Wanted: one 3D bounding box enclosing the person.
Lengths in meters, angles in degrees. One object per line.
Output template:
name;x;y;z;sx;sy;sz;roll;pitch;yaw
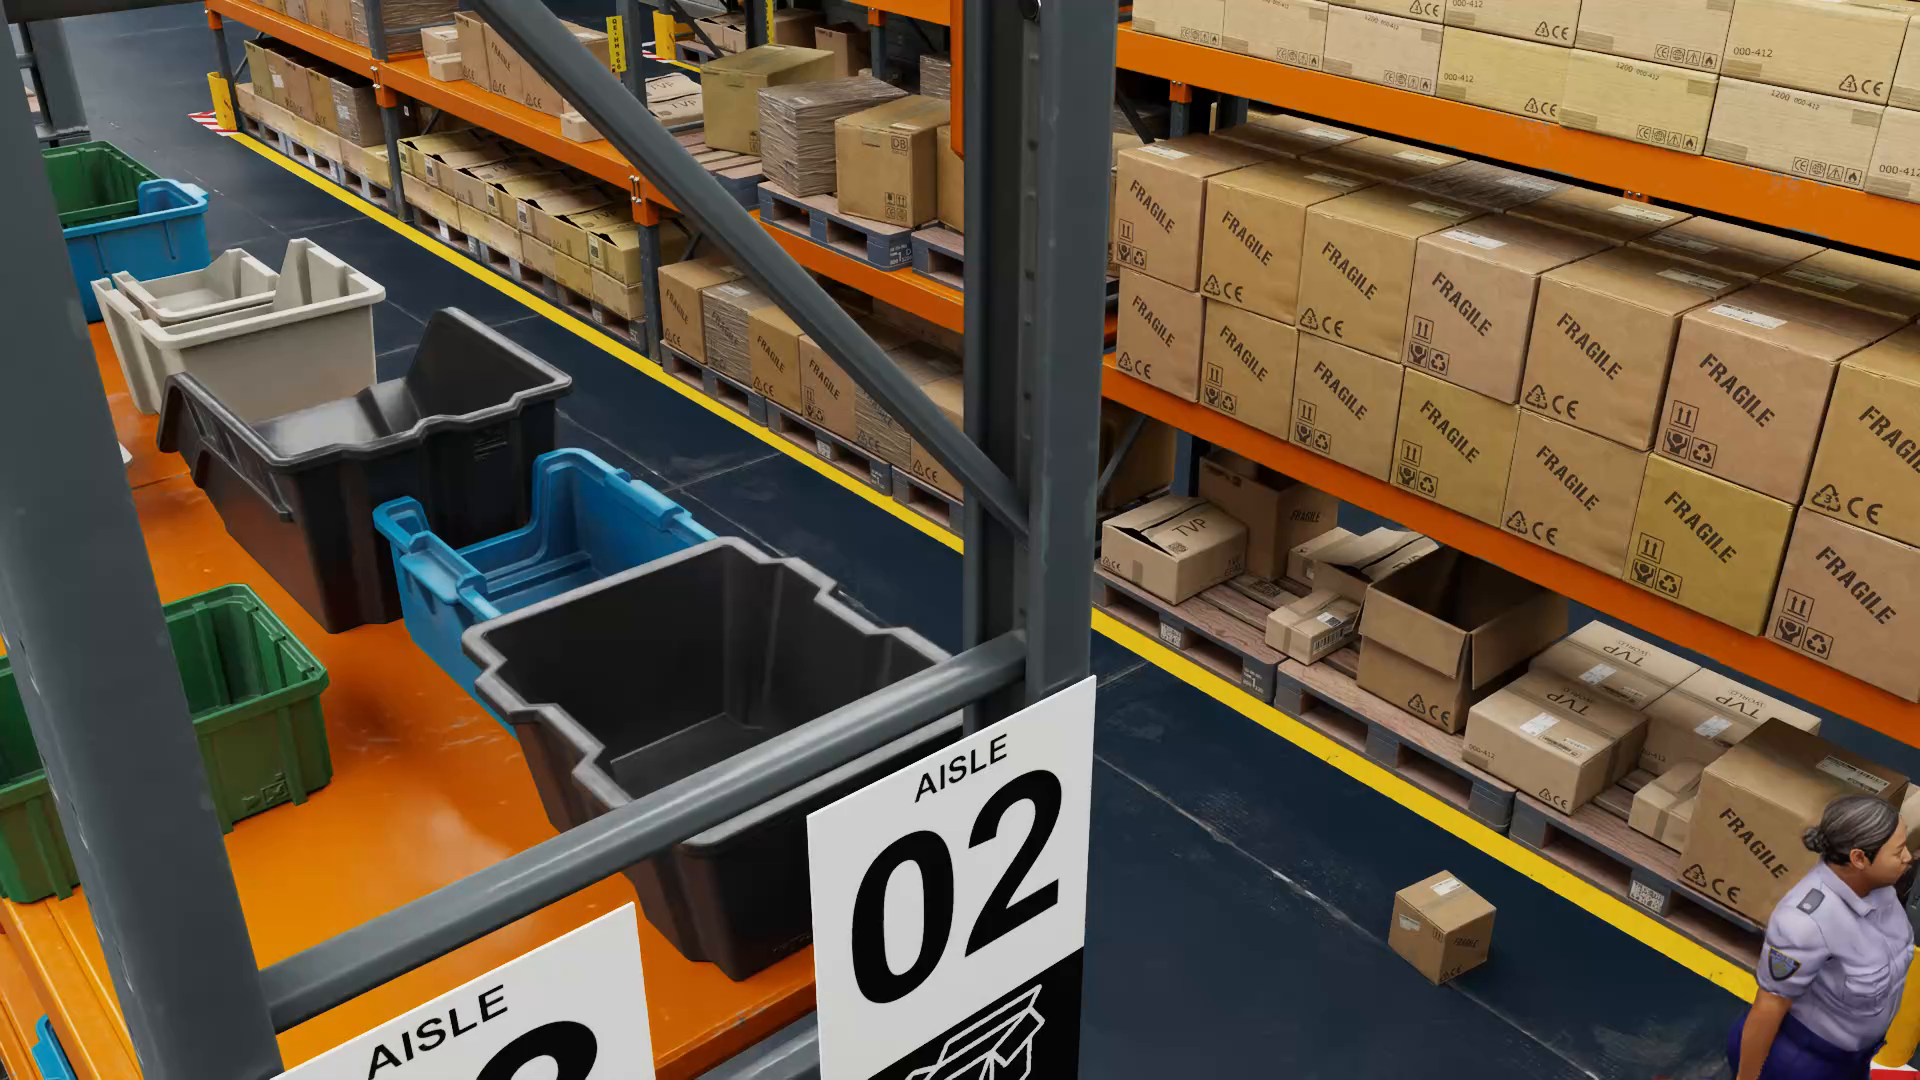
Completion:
person;2.301;1.370;4.572;0.497;1.615;0.700;-23;36;-36
